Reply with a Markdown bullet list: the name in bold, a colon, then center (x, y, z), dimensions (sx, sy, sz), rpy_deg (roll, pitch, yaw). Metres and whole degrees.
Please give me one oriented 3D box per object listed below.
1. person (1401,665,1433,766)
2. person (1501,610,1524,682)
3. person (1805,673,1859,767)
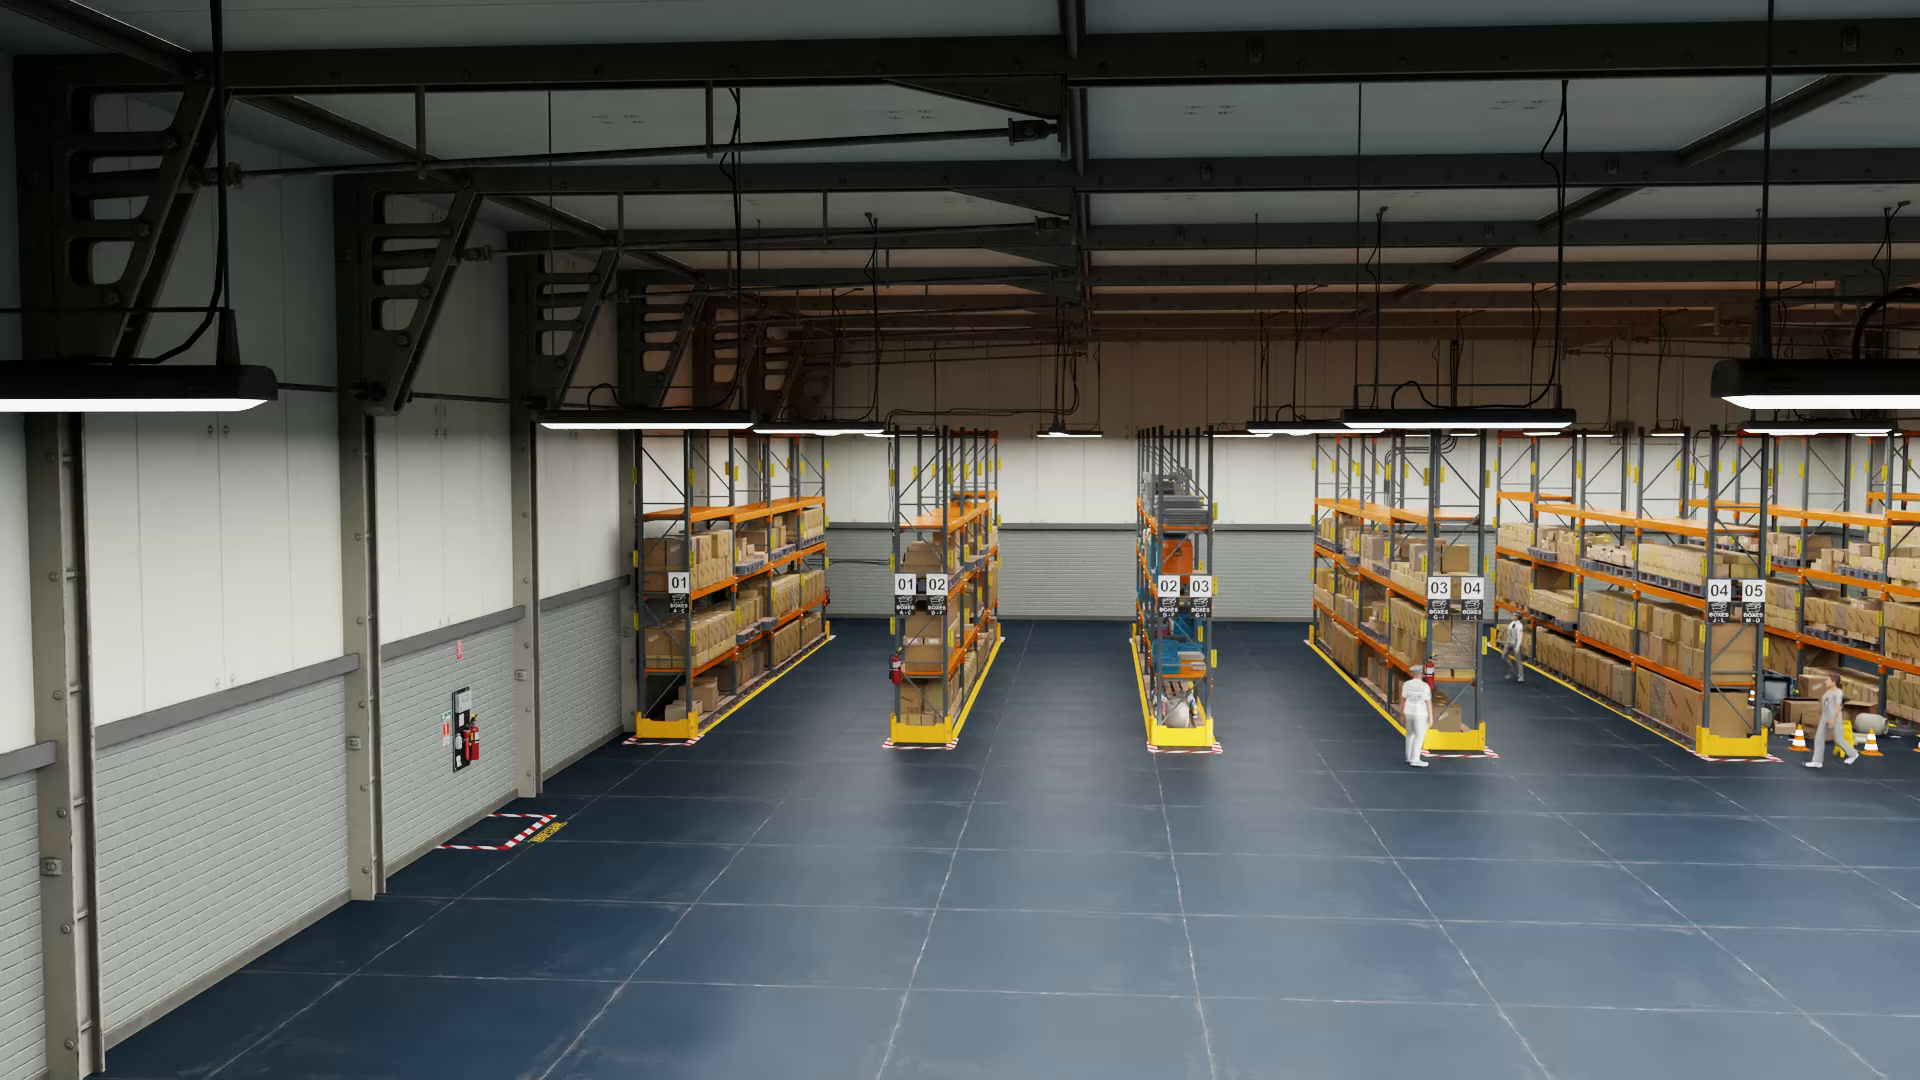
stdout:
- **person**: center (8.094, 3.088, 29.306), dimensions (0.539, 1.778, 0.594), rpy_deg (-3, 4, -39)
- **person**: center (13.183, 2.500, 39.539), dimensions (0.387, 1.694, 0.611), rpy_deg (-1, 4, -21)
- **person**: center (15.250, 3.150, 29.027), dimensions (0.953, 1.643, 0.419), rpy_deg (-1, 4, -19)
